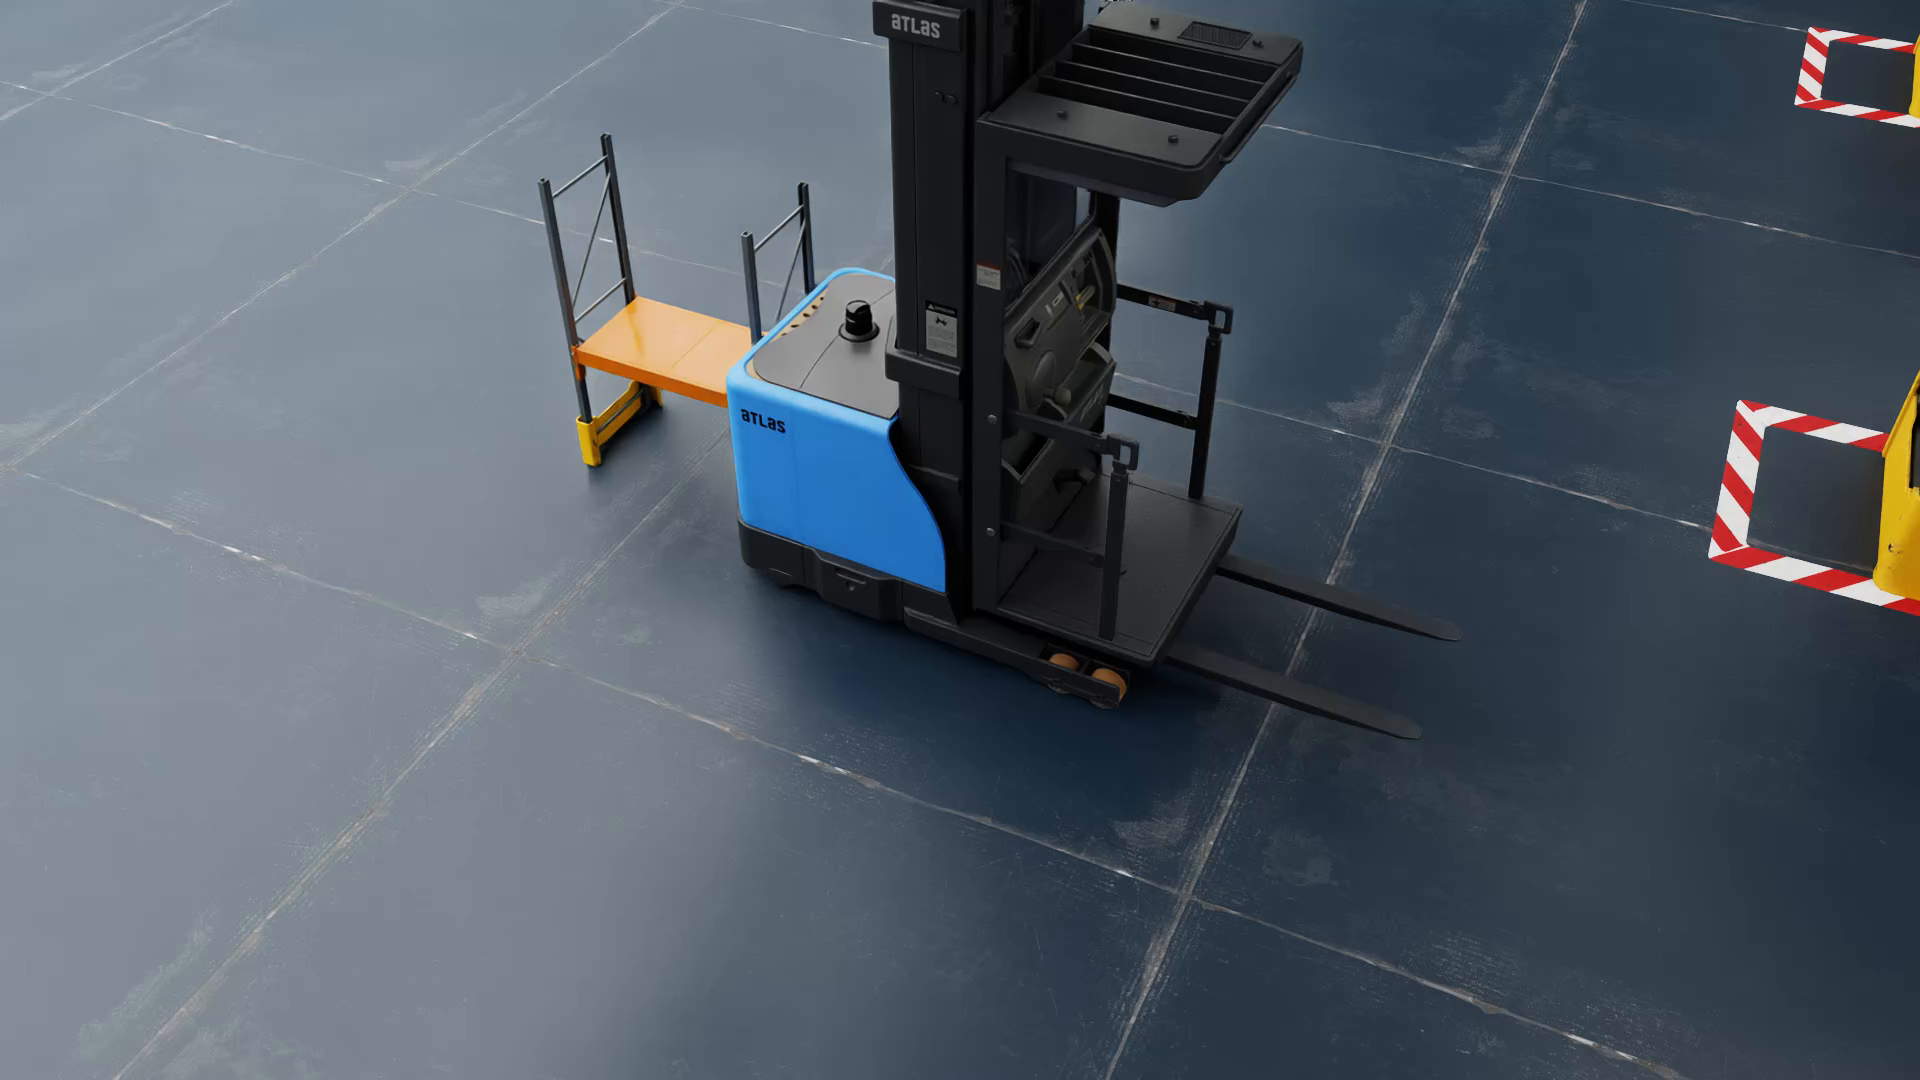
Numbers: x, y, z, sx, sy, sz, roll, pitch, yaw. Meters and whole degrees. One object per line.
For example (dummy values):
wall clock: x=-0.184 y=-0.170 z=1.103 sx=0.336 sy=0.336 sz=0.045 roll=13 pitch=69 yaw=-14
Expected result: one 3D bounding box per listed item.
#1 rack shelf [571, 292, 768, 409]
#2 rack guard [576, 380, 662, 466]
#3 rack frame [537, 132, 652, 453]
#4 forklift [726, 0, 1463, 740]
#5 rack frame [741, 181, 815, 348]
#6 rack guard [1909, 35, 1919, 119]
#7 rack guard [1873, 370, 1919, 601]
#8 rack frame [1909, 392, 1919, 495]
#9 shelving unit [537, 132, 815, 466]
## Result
rack shelf: x=-1.229 y=-0.829 z=7.720 sx=1.000 sy=0.185 sz=0.538 roll=18 pitch=44 yaw=19
rack guard: x=-1.668 y=-0.632 z=8.173 sx=0.087 sy=0.250 sz=0.587 roll=18 pitch=44 yaw=19
rack frame: x=-1.686 y=-1.110 z=7.770 sx=0.032 sy=1.500 sz=0.500 roll=18 pitch=44 yaw=19
forklift: x=0.573 y=-0.815 z=6.337 sx=3.031 sy=2.935 sz=1.130 roll=18 pitch=44 yaw=20
rack frame: x=-0.771 y=-0.819 z=7.434 sx=0.032 sy=1.500 sz=0.500 roll=18 pitch=44 yaw=19
rack guard: x=6.570 y=-3.241 z=10.991 sx=0.348 sy=0.500 sz=1.175 roll=17 pitch=44 yaw=19
rack guard: x=4.456 y=-0.273 z=7.567 sx=0.348 sy=0.500 sz=1.175 roll=17 pitch=44 yaw=19
rack frame: x=4.387 y=-1.238 z=6.773 sx=0.127 sy=3.000 sz=1.000 roll=17 pitch=44 yaw=19
shelving unit: x=-1.220 y=-0.962 z=7.599 sx=1.083 sy=1.500 sz=0.587 roll=18 pitch=44 yaw=19
